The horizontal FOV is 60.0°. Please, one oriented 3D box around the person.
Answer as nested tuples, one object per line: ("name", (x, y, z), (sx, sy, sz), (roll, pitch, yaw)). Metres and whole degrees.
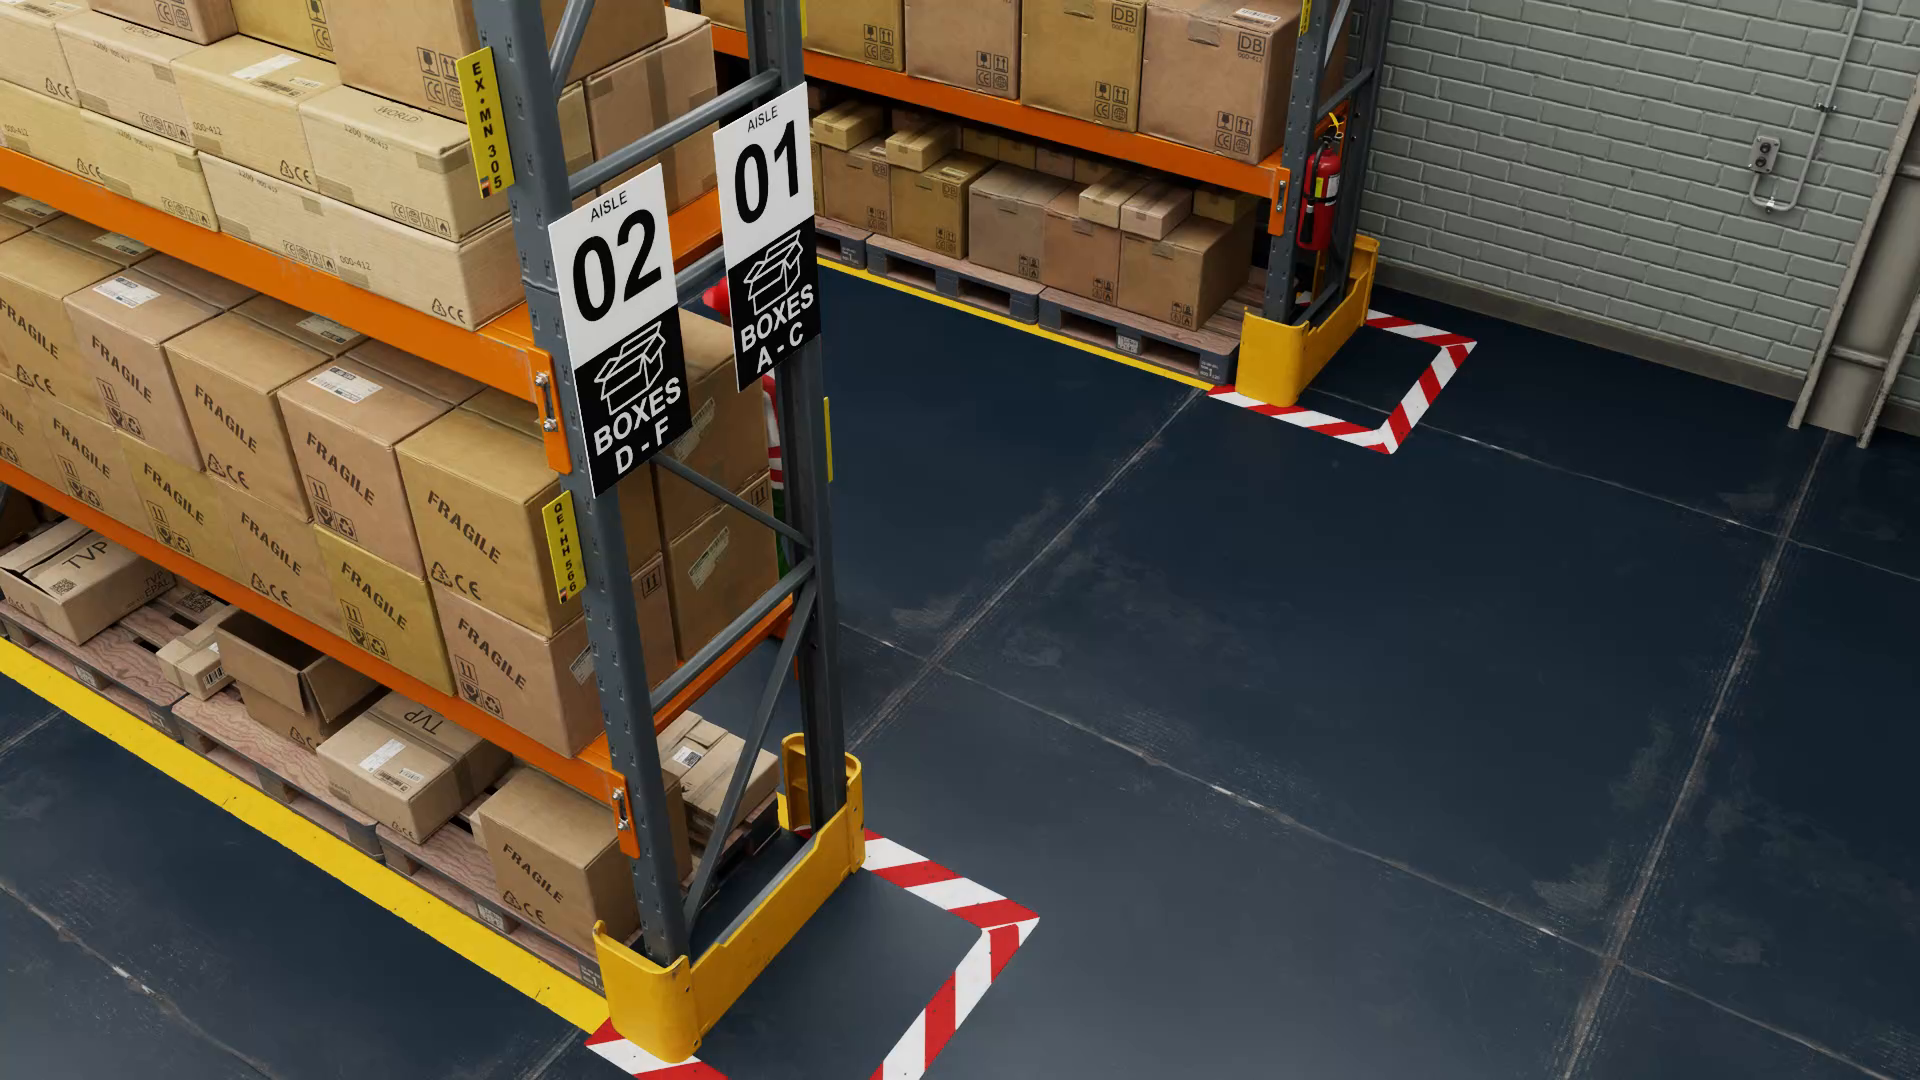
("person", (-0.811, -0.342, 7.105), (0.450, 1.779, 0.619), (19, 42, 22))
